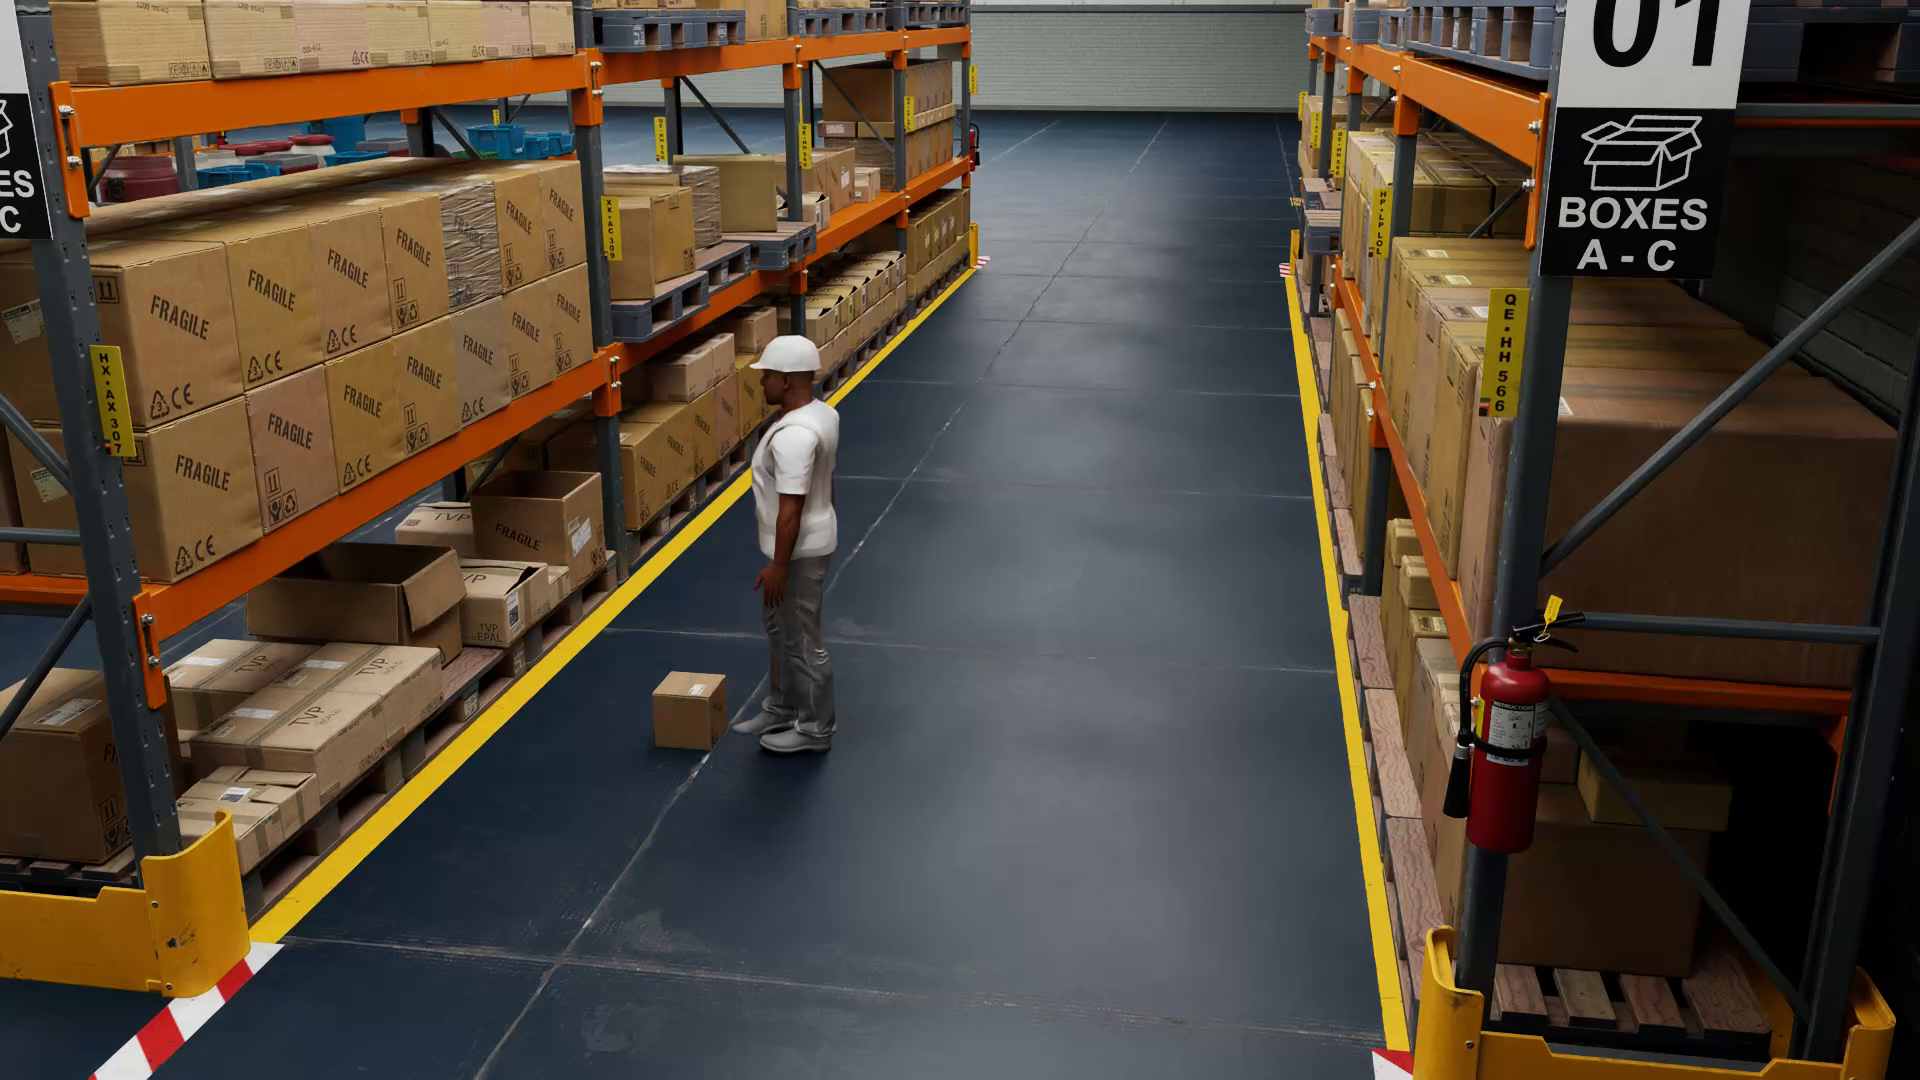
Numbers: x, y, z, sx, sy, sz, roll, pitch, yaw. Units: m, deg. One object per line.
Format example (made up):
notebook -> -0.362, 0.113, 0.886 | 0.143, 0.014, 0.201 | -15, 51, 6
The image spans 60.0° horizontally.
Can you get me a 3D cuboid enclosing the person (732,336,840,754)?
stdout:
person -> -0.755, 0.057, 6.873 | 0.511, 1.804, 0.602 | 0, 18, 1
